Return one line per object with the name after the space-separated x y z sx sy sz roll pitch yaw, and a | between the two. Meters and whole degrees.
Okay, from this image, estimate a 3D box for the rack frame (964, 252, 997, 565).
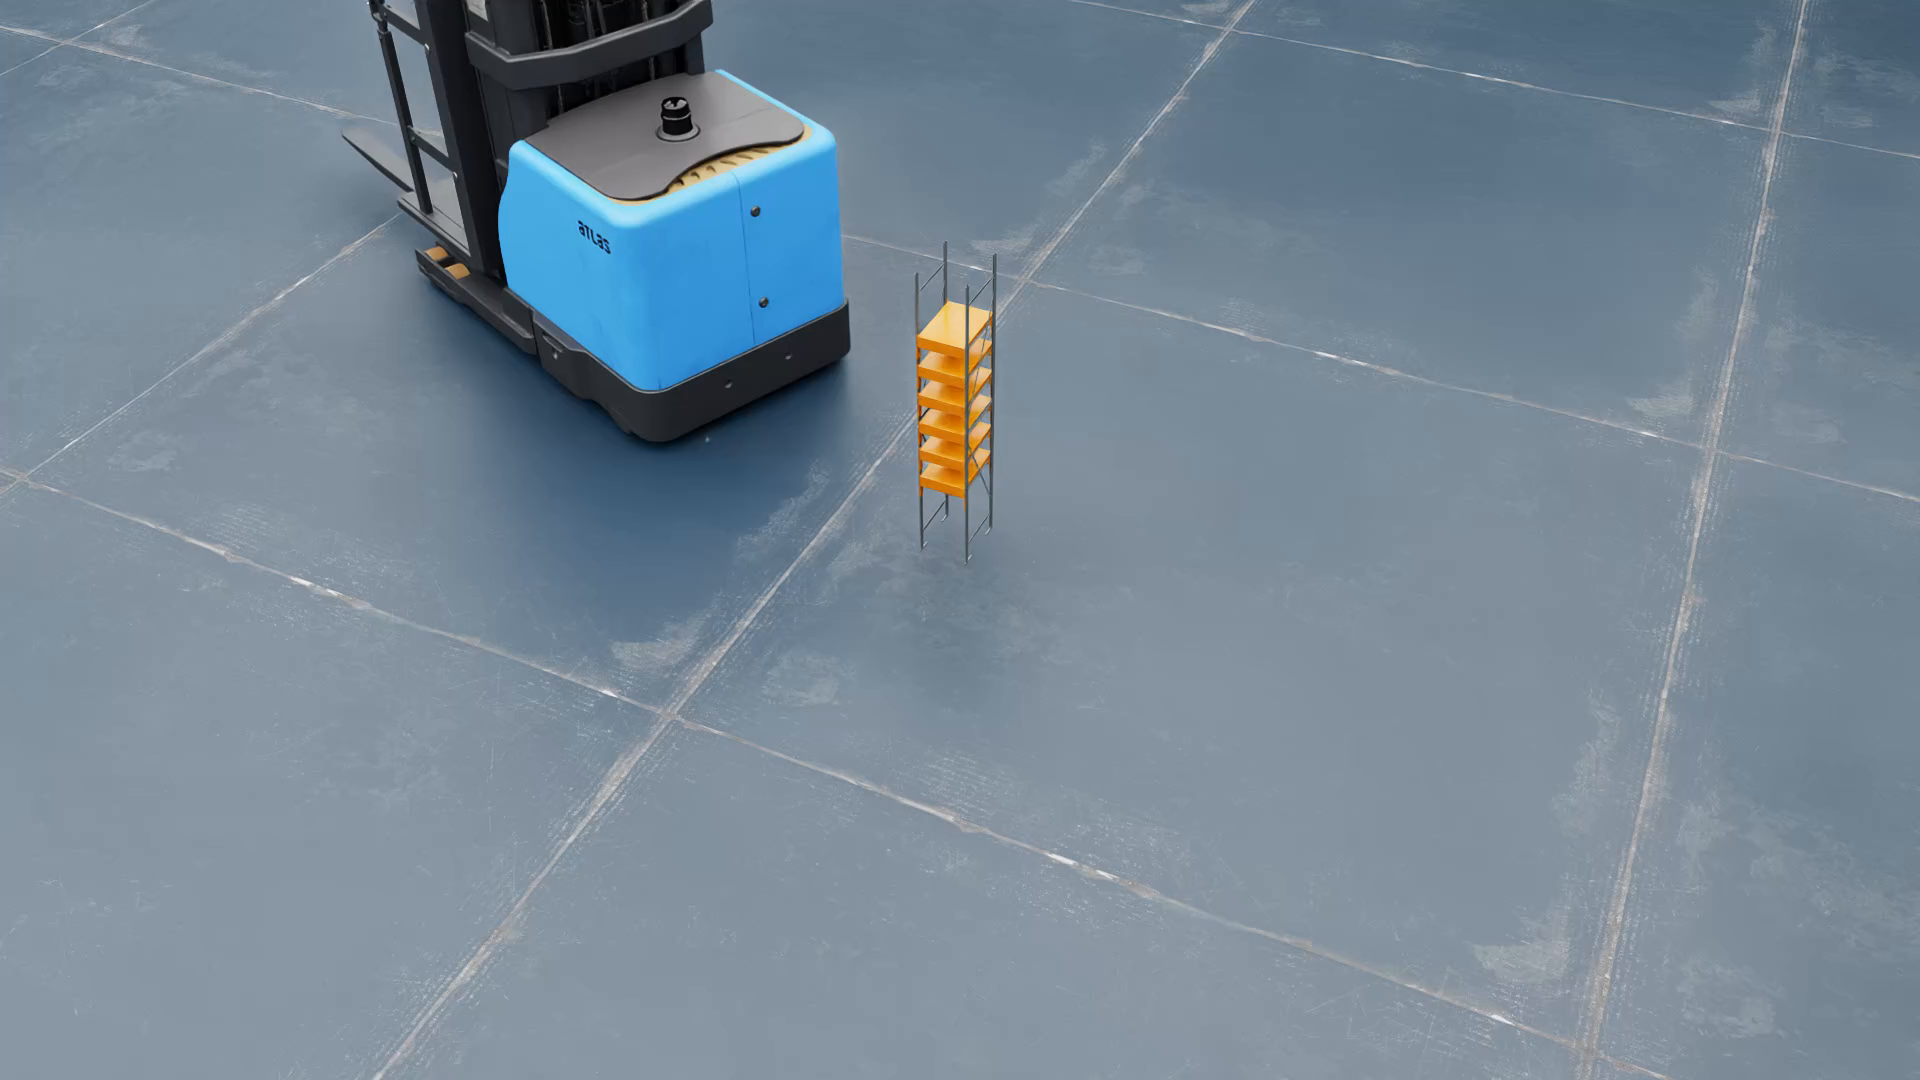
0.070 -0.432 5.832 0.006 1.200 0.240 17 44 19 | rack frame

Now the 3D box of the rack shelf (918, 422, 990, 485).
-0.013 -0.333 5.969 0.180 0.103 0.258 17 44 19 | rack shelf

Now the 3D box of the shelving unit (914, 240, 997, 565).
-0.013 -0.457 5.862 0.189 1.200 0.258 17 44 19 | shelving unit

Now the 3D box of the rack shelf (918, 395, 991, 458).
-0.013 -0.424 5.891 0.180 0.103 0.258 17 44 19 | rack shelf

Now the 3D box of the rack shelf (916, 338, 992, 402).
-0.013 -0.605 5.734 0.180 0.103 0.258 17 44 19 | rack shelf

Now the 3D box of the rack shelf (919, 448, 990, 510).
-0.013 -0.242 6.048 0.180 0.103 0.258 17 44 19 | rack shelf

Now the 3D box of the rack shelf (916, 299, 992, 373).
-0.013 -0.696 5.655 0.180 0.103 0.258 17 44 19 | rack shelf

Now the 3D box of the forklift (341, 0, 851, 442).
-1.821 -2.381 6.759 1.130 2.935 3.031 -30 49 -30 | forklift

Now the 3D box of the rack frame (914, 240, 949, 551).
-0.096 -0.483 5.891 0.006 1.200 0.240 17 44 19 | rack frame

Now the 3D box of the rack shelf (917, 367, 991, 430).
-0.013 -0.514 5.812 0.180 0.103 0.258 17 44 19 | rack shelf
